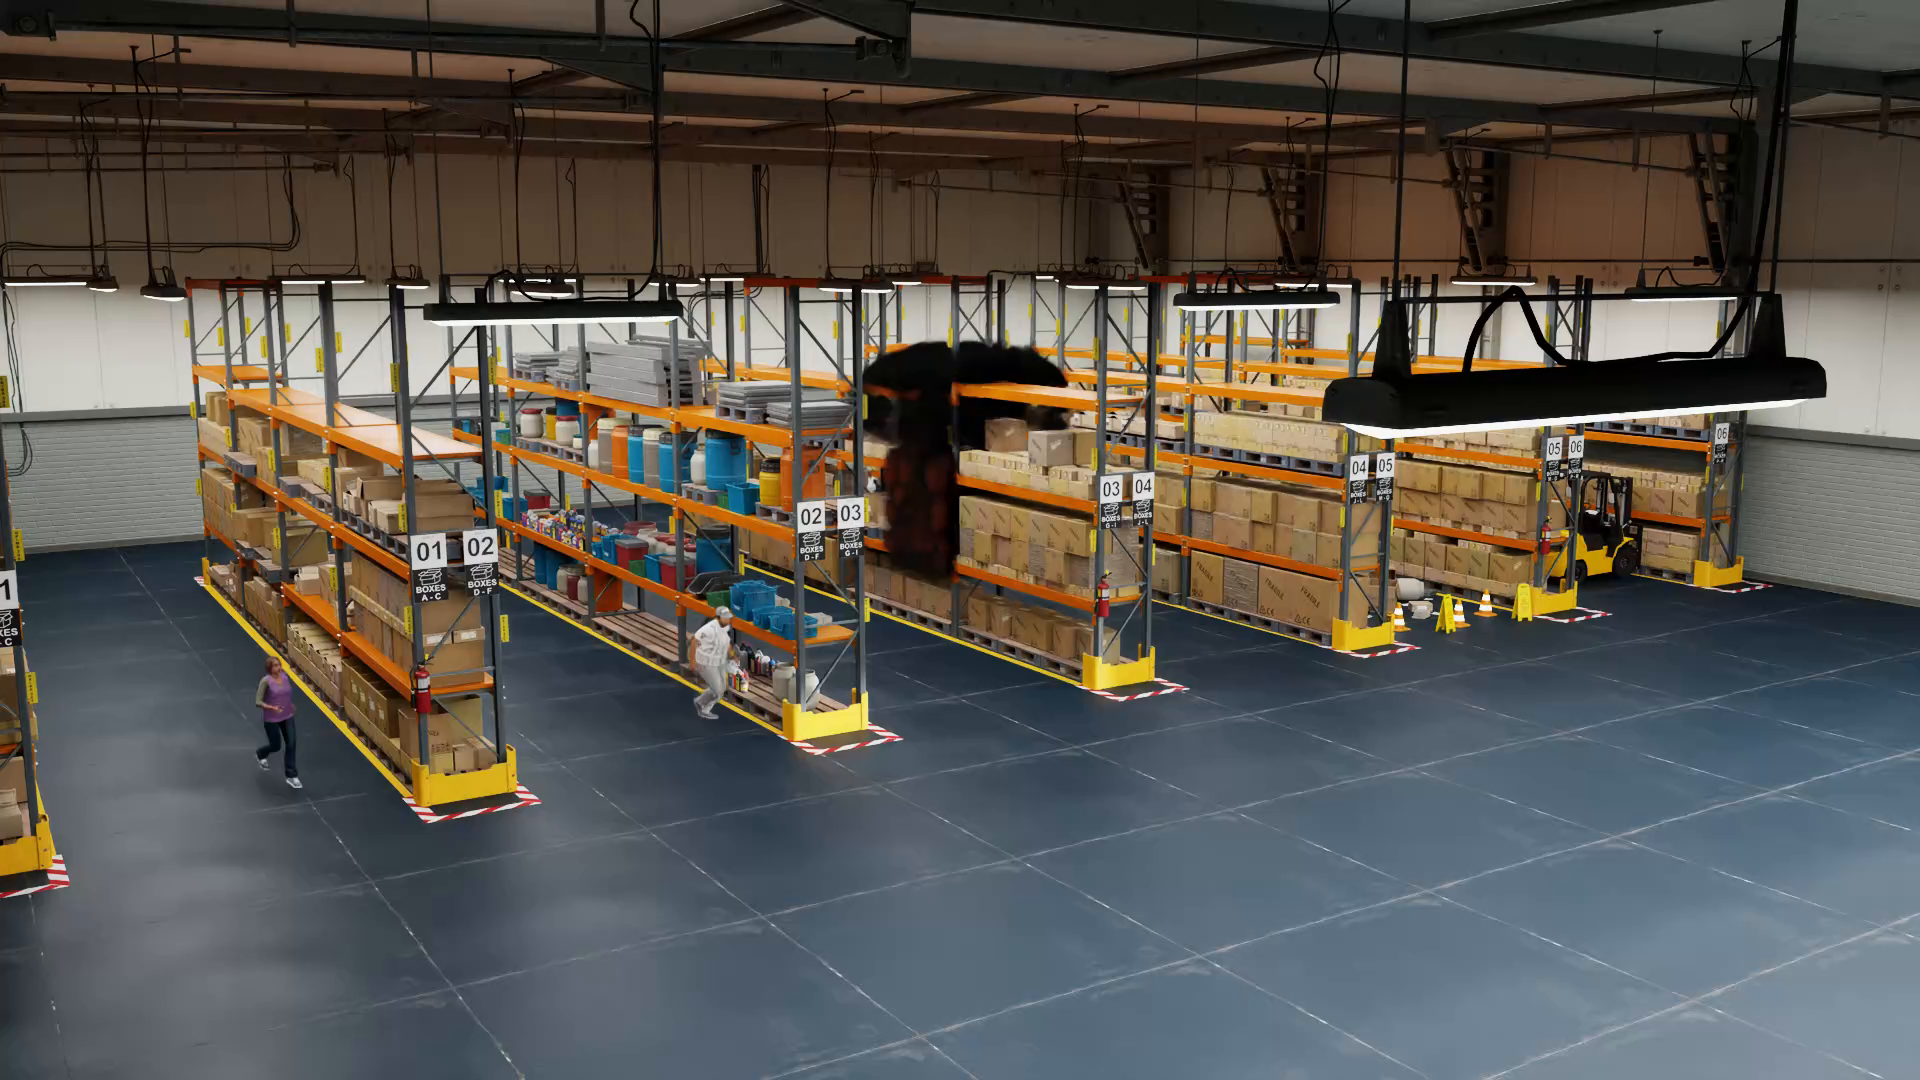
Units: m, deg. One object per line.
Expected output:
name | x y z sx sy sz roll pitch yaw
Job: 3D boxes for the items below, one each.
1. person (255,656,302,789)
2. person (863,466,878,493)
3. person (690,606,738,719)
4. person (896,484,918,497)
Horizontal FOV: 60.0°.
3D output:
person | -8.321 2.188 20.246 0.848 1.599 0.538 7 12 37
person | -2.100 -0.857 38.132 0.525 1.741 0.767 -4 11 -25
person | -3.244 1.630 21.943 0.644 1.565 0.614 6 11 33
person | -1.333 -1.553 42.078 0.611 1.736 0.770 6 11 31
